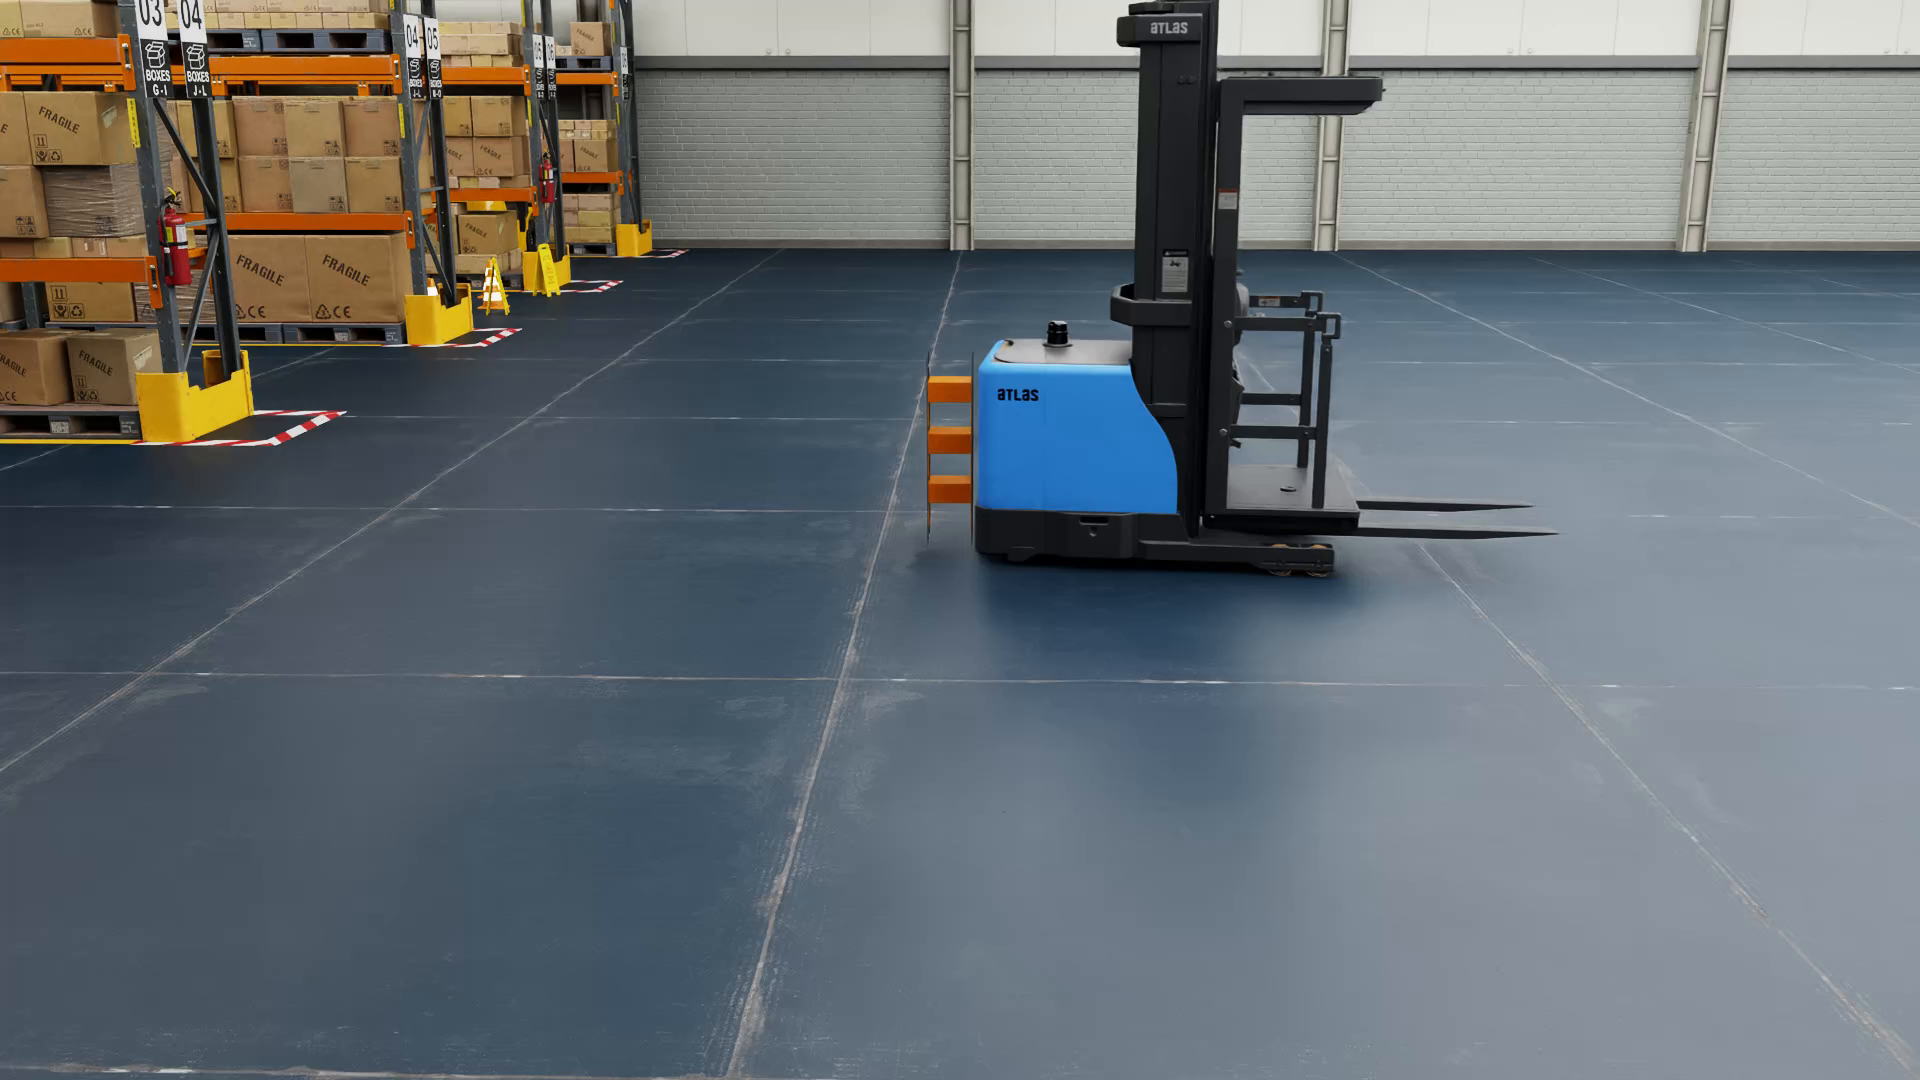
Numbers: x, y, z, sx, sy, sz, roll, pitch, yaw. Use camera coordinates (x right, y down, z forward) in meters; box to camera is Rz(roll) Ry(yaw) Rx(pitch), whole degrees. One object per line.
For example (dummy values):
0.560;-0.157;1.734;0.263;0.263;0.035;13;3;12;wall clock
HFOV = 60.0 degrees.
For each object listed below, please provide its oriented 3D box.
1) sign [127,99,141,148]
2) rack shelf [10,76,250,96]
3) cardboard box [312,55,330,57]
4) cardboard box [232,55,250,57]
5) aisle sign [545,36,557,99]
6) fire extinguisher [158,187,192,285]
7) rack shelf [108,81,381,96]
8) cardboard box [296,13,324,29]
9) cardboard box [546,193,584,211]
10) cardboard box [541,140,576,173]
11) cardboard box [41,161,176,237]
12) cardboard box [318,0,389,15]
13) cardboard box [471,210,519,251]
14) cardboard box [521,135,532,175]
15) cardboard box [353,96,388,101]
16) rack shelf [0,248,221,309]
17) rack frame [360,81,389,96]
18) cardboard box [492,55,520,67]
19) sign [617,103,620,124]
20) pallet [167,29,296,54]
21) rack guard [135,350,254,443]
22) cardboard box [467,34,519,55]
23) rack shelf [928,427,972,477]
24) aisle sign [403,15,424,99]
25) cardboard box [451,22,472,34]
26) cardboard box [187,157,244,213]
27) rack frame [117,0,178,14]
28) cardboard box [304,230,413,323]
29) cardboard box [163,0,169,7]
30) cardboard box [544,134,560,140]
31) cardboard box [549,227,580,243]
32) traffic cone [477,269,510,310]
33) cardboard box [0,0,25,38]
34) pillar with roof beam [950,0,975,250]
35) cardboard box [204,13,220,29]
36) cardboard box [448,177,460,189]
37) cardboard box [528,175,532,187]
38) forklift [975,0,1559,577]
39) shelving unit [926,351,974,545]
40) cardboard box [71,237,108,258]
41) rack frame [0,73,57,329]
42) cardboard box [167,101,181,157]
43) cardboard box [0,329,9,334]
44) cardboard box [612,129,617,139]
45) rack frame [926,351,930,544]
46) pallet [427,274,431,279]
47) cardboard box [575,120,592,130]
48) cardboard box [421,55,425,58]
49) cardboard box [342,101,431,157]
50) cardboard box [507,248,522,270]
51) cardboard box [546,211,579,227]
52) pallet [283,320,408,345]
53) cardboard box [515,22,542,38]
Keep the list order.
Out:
-5.699;-2.875;11.468;0.005;0.325;0.100;0;15;1;sign
-11.410;-5.973;21.628;4.000;0.370;1.077;0;15;1;rack shelf
-8.078;-6.116;21.252;0.250;0.149;0.380;0;15;0;cardboard box
-9.102;-6.121;21.272;0.250;0.149;0.380;0;15;1;cardboard box
-5.342;-6.167;21.737;0.004;0.787;0.394;0;15;1;aisle sign
-5.562;-2.148;11.753;0.183;0.674;0.296;0;15;1;fire extinguisher
-11.287;-7.238;26.426;4.000;0.370;1.077;0;15;1;rack shelf
-6.287;-5.067;16.260;0.250;0.149;0.380;1;15;2;cardboard box
-6.268;-5.379;26.455;0.500;0.250;0.500;1;15;2;cardboard box
-6.306;-6.087;26.336;0.500;0.500;0.500;1;15;3;cardboard box
-6.214;-2.506;12.181;0.500;0.500;0.875;0;15;1;cardboard box
-5.934;-5.273;16.258;0.500;0.250;0.500;1;15;2;cardboard box
-6.235;-4.143;22.260;0.500;0.500;0.500;0;15;0;cardboard box
-5.878;-5.097;22.000;0.500;0.500;0.500;0;15;1;cardboard box
-7.441;-5.475;21.474;0.500;0.500;0.700;0;15;1;cardboard box
-7.664;-1.969;12.333;4.000;0.370;1.077;0;15;1;rack shelf
-9.287;-6.123;26.668;0.127;3.000;1.000;0;15;1;rack frame
-5.776;-6.091;21.159;0.250;0.149;0.380;0;15;2;cardboard box
-5.316;-6.633;25.867;0.005;0.325;0.100;0;15;1;sign
-7.402;-4.985;16.648;1.213;0.211;1.003;0;15;1;pallet
-5.741;-1.096;12.513;0.348;0.500;1.175;0;15;1;rack guard
-5.930;-6.287;21.121;0.500;0.250;0.500;0;15;1;cardboard box
-0.053;-0.498;9.210;0.240;0.259;0.215;0;15;1;rack shelf
-5.374;-4.748;16.360;0.004;0.787;0.394;0;15;1;aisle sign
-6.270;-6.481;21.073;0.250;0.149;0.380;0;15;1;cardboard box
-7.447;-3.658;17.031;0.500;0.550;0.875;0;15;1;cardboard box
-5.665;-5.204;11.426;0.127;3.000;1.000;0;15;1;rack frame
-6.117;-2.731;17.154;0.875;0.875;0.875;0;15;2;cardboard box
-5.934;-3.935;12.008;0.250;0.149;0.380;0;15;1;cardboard box
-6.404;-6.406;26.271;0.250;0.149;0.380;0;15;1;cardboard box
-6.263;-4.899;26.594;0.500;0.250;0.500;0;15;1;cardboard box
-5.563;-2.993;19.777;0.334;0.463;0.336;0;15;1;traffic cone
-6.653;-3.622;11.604;0.500;0.250;0.500;0;15;2;cardboard box
-0.074;-8.095;22.382;0.400;9.000;9.100;0;15;1;pillar with roof beam
-7.303;-5.074;16.285;0.250;0.149;0.380;1;15;2;cardboard box
-6.561;-4.632;21.508;0.250;0.149;0.380;1;15;2;cardboard box
-5.746;-4.765;22.011;0.250;0.149;0.380;0;15;2;cardboard box
1.636;-1.368;8.778;3.031;2.935;1.130;2;15;7;forklift
-0.053;-0.508;9.207;0.252;1.050;0.215;0;15;1;shelving unit
-6.205;-2.133;12.038;0.250;0.149;0.380;0;15;1;cardboard box
-9.436;-3.594;17.082;0.127;3.000;1.000;0;15;1;rack frame
-7.979;-4.165;16.836;0.550;0.550;0.875;0;15;1;cardboard box
-7.512;-1.311;12.504;0.500;0.500;0.500;2;15;7;cardboard box
-5.621;-6.527;26.732;0.250;0.149;0.380;0;15;0;cardboard box
-0.175;-0.509;9.210;0.008;1.050;0.200;0;15;1;rack frame
-7.515;-3.506;22.215;1.213;0.211;1.003;0;15;1;pallet
-5.900;-6.545;26.216;0.250;0.149;0.380;0;15;2;cardboard box
-6.792;-6.103;21.204;0.250;0.149;0.380;0;15;1;cardboard box
-5.807;-4.175;16.873;0.550;0.550;0.875;0;15;1;cardboard box
-6.211;-3.780;22.355;0.500;0.250;0.500;0;15;1;cardboard box
-6.284;-5.142;26.535;0.500;0.250;0.500;0;15;1;cardboard box
-6.238;-2.205;17.283;1.213;0.211;1.003;0;15;1;pallet
-6.759;-7.820;26.004;0.500;0.500;0.700;0;15;2;cardboard box
